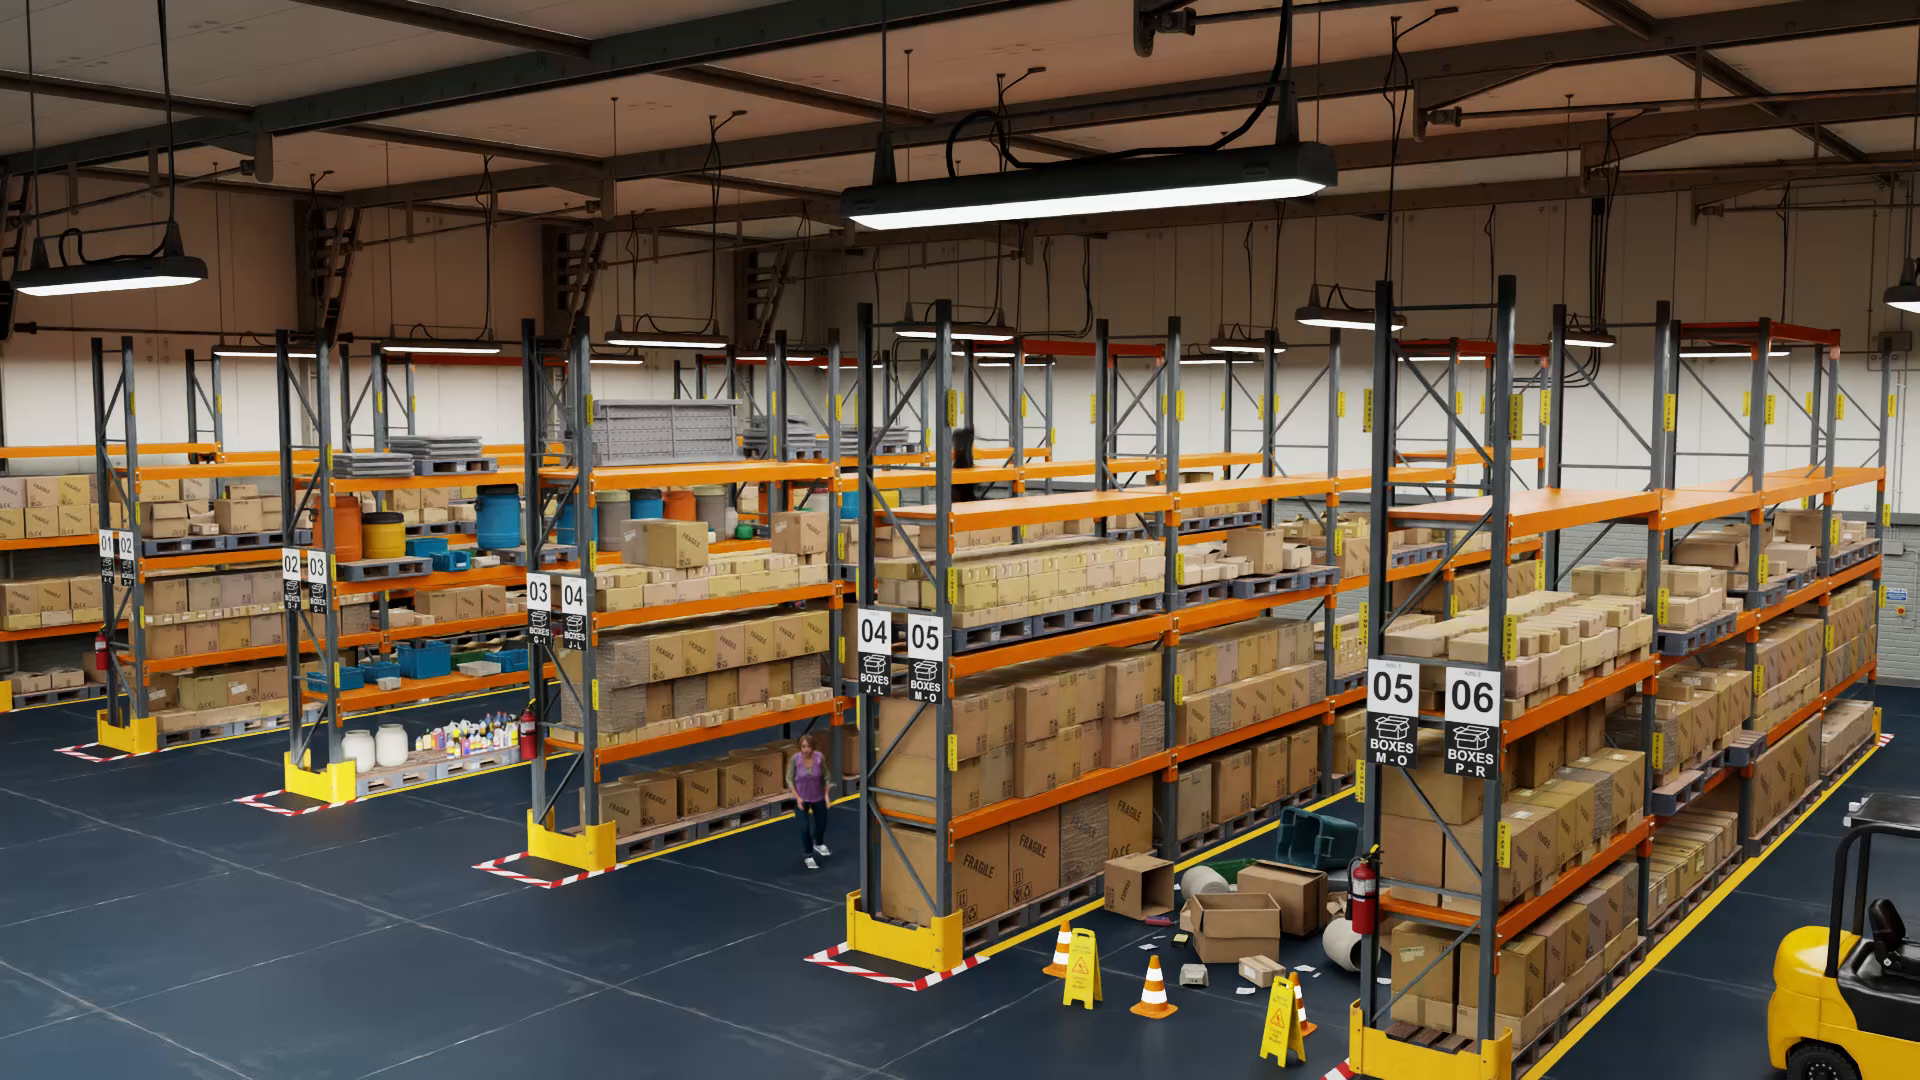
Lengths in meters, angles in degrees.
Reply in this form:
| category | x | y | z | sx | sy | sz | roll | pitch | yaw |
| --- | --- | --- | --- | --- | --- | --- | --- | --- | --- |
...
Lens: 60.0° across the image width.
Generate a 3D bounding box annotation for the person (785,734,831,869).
| category | x | y | z | sx | sy | sz | roll | pitch | yaw |
| --- | --- | --- | --- | --- | --- | --- | --- | --- | --- |
| person | -1.663 | 2.829 | 18.216 | 0.519 | 1.525 | 0.713 | -1 | 5 | -11 |
